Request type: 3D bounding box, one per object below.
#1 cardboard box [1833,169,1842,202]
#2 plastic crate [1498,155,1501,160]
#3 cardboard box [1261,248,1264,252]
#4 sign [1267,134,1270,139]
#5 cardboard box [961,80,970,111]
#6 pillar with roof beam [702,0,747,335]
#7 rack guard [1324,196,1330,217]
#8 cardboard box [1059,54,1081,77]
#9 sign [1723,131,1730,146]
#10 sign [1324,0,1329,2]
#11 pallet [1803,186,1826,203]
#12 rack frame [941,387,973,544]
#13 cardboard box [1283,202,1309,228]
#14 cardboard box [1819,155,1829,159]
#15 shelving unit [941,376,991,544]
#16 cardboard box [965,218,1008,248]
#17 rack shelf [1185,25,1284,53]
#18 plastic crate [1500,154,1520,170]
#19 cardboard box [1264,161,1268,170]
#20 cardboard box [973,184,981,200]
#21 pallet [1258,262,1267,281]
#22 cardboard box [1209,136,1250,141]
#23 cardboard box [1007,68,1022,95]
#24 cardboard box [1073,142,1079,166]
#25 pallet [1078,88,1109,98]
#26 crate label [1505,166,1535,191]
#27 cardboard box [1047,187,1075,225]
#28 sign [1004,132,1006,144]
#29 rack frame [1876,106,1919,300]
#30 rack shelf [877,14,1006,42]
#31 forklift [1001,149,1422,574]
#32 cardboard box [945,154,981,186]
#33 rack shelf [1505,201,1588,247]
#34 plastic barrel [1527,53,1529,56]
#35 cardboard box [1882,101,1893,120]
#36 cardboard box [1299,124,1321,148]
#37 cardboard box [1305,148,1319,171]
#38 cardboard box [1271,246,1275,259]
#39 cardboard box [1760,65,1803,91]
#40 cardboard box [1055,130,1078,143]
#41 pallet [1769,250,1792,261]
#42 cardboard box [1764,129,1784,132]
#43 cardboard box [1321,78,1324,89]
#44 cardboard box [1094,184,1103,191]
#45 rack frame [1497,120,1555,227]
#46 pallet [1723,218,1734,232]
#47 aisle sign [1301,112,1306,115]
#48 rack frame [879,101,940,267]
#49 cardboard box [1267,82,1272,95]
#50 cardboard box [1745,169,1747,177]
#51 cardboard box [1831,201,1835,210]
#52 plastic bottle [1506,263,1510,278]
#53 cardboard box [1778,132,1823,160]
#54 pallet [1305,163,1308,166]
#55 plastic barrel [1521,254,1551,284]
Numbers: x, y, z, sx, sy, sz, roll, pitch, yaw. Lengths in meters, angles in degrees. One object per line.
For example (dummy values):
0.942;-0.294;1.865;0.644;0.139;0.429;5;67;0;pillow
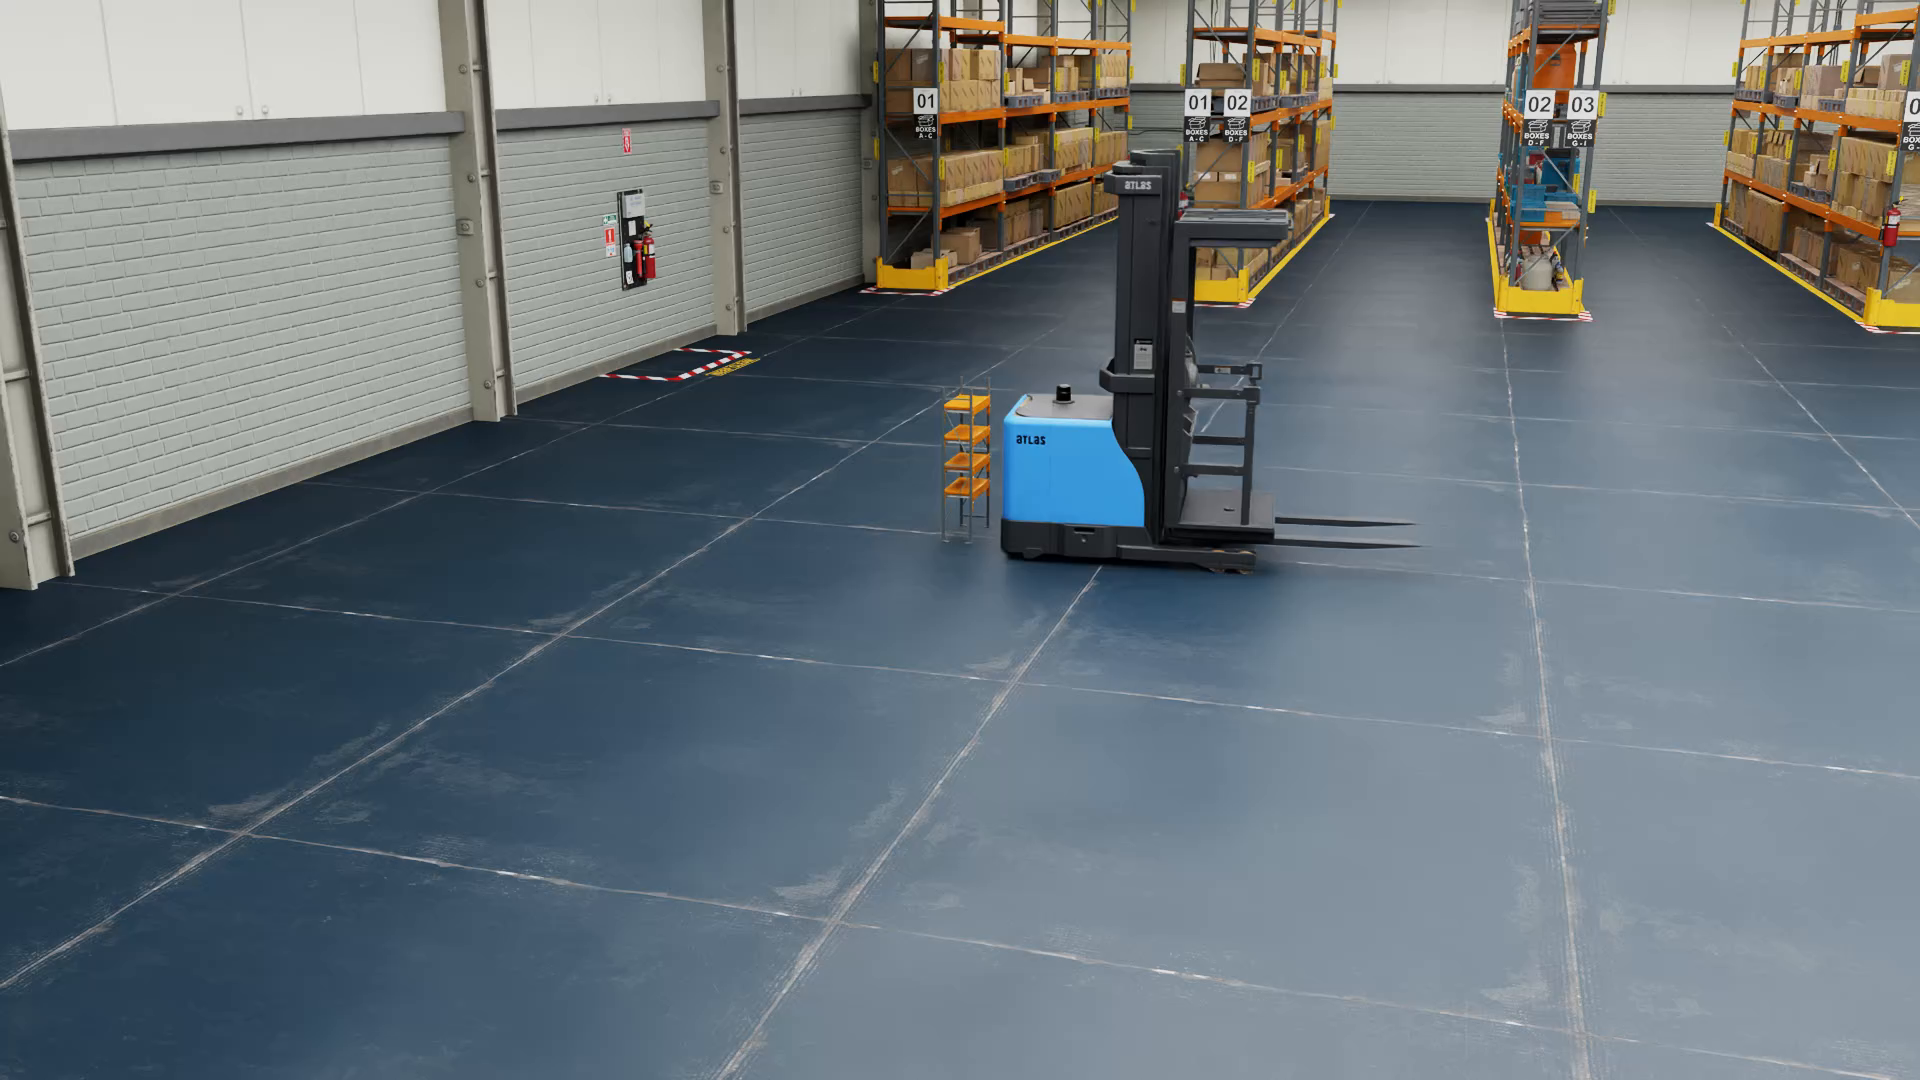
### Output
14.380;-5.588;26.305;0.875;0.500;0.500;5;16;16;cardboard box
12.655;-8.770;38.450;0.416;0.233;0.300;5;16;16;plastic crate
4.995;-5.251;28.739;0.500;0.500;0.500;5;16;16;cardboard box
6.821;-8.828;36.871;0.100;0.325;0.005;5;16;16;sign
-0.152;-7.458;27.911;0.500;0.500;0.500;5;17;18;cardboard box
0.975;-6.848;20.483;9.100;9.000;0.400;5;16;16;pillar with roof beam
8.459;-8.196;40.809;1.175;0.500;0.348;5;16;16;rack guard
2.568;-10.938;38.345;0.500;0.500;0.500;4;16;15;cardboard box
17.447;-9.148;37.854;0.100;0.325;0.005;5;16;16;sign
7.877;-11.742;35.734;0.100;0.325;0.005;5;16;16;sign
15.180;-5.943;28.636;1.003;0.211;1.213;5;16;16;pallet
-0.022;-0.557;12.593;0.240;1.200;0.015;5;16;16;rack frame
7.187;-6.970;35.680;0.500;0.500;0.500;5;17;17;cardboard box
15.526;-6.508;29.325;0.700;0.500;0.500;7;17;24;cardboard box
0.047;-0.621;12.818;0.258;1.200;0.503;5;16;16;shelving unit
0.513;-5.865;31.785;0.700;0.500;0.500;5;17;18;cardboard box
4.502;-8.103;26.958;1.077;0.370;4.000;5;16;16;rack shelf
11.897;-8.157;36.008;0.392;0.384;0.575;5;16;16;plastic crate
5.126;-6.487;28.830;0.380;0.149;0.250;4;16;15;cardboard box
0.056;-6.058;28.928;0.500;0.250;0.500;5;17;16;cardboard box
4.804;-4.733;29.128;1.003;0.211;1.213;5;16;16;pallet
4.238;-6.178;26.551;0.700;0.500;0.500;4;16;14;cardboard box
0.902;-8.815;31.960;0.500;0.500;0.500;4;16;14;cardboard box
2.280;-8.419;36.251;0.500;0.500;0.500;5;17;17;cardboard box
2.836;-10.369;38.554;1.003;0.211;1.213;5;16;16;pallet
10.413;-6.718;30.954;0.502;0.435;0.616;5;16;16;crate label
2.046;-7.287;36.194;0.750;0.750;0.750;5;16;16;cardboard box
0.923;-8.308;34.500;0.100;0.325;0.005;5;16;16;sign
13.430;-4.463;23.068;1.000;3.000;0.127;5;16;16;rack frame
-0.249;-8.677;28.255;1.077;0.370;4.000;5;16;16;rack shelf
1.869;-1.321;12.116;3.031;2.935;1.130;3;16;10;forklift
0.045;-6.415;28.811;0.500;0.500;0.500;5;17;18;cardboard box
9.250;-5.024;26.365;1.077;0.370;4.000;5;16;16;rack shelf
11.119;-8.940;31.799;0.600;0.830;0.708;5;16;16;plastic barrel
13.463;-6.111;23.654;0.500;0.250;0.500;5;17;16;cardboard box
7.747;-9.002;37.056;0.500;0.500;0.500;5;17;17;cardboard box
7.750;-8.532;37.230;0.500;0.500;0.500;5;17;17;cardboard box
5.422;-5.244;30.091;0.500;0.250;0.500;4;16;15;cardboard box
17.005;-9.553;34.381;0.700;0.500;0.500;4;16;13;cardboard box
2.262;-8.775;36.129;0.500;0.250;0.500;4;16;15;cardboard box
16.000;-5.415;31.534;1.003;0.211;1.213;5;16;16;pallet
18.091;-8.933;37.182;0.500;0.500;0.500;5;17;17;cardboard box
7.860;-10.222;37.233;0.500;0.250;0.500;5;16;16;cardboard box
3.176;-8.330;39.322;0.380;0.149;0.250;5;17;18;cardboard box
12.092;-7.987;35.491;1.000;3.000;0.127;5;16;16;rack frame
17.825;-7.092;37.448;1.003;0.211;1.213;5;16;16;pallet
8.218;-10.710;40.326;0.394;0.787;0.004;5;16;16;aisle sign
-0.817;-5.616;27.131;1.000;3.000;0.127;5;16;16;rack frame
5.254;-8.012;29.589;0.500;0.250;0.500;6;17;22;cardboard box
16.759;-7.722;35.016;0.380;0.149;0.250;4;16;15;cardboard box
14.217;-5.356;26.676;0.380;0.149;0.250;5;16;16;cardboard box
8.799;-4.299;26.659;0.061;0.283;0.133;5;17;17;plastic bottle
16.299;-7.623;32.187;0.797;0.503;0.637;5;17;18;cardboard box
7.012;-8.079;36.167;1.003;0.211;1.213;5;16;16;pallet
8.938;-4.162;25.794;0.421;0.512;0.421;0;16;0;plastic barrel
